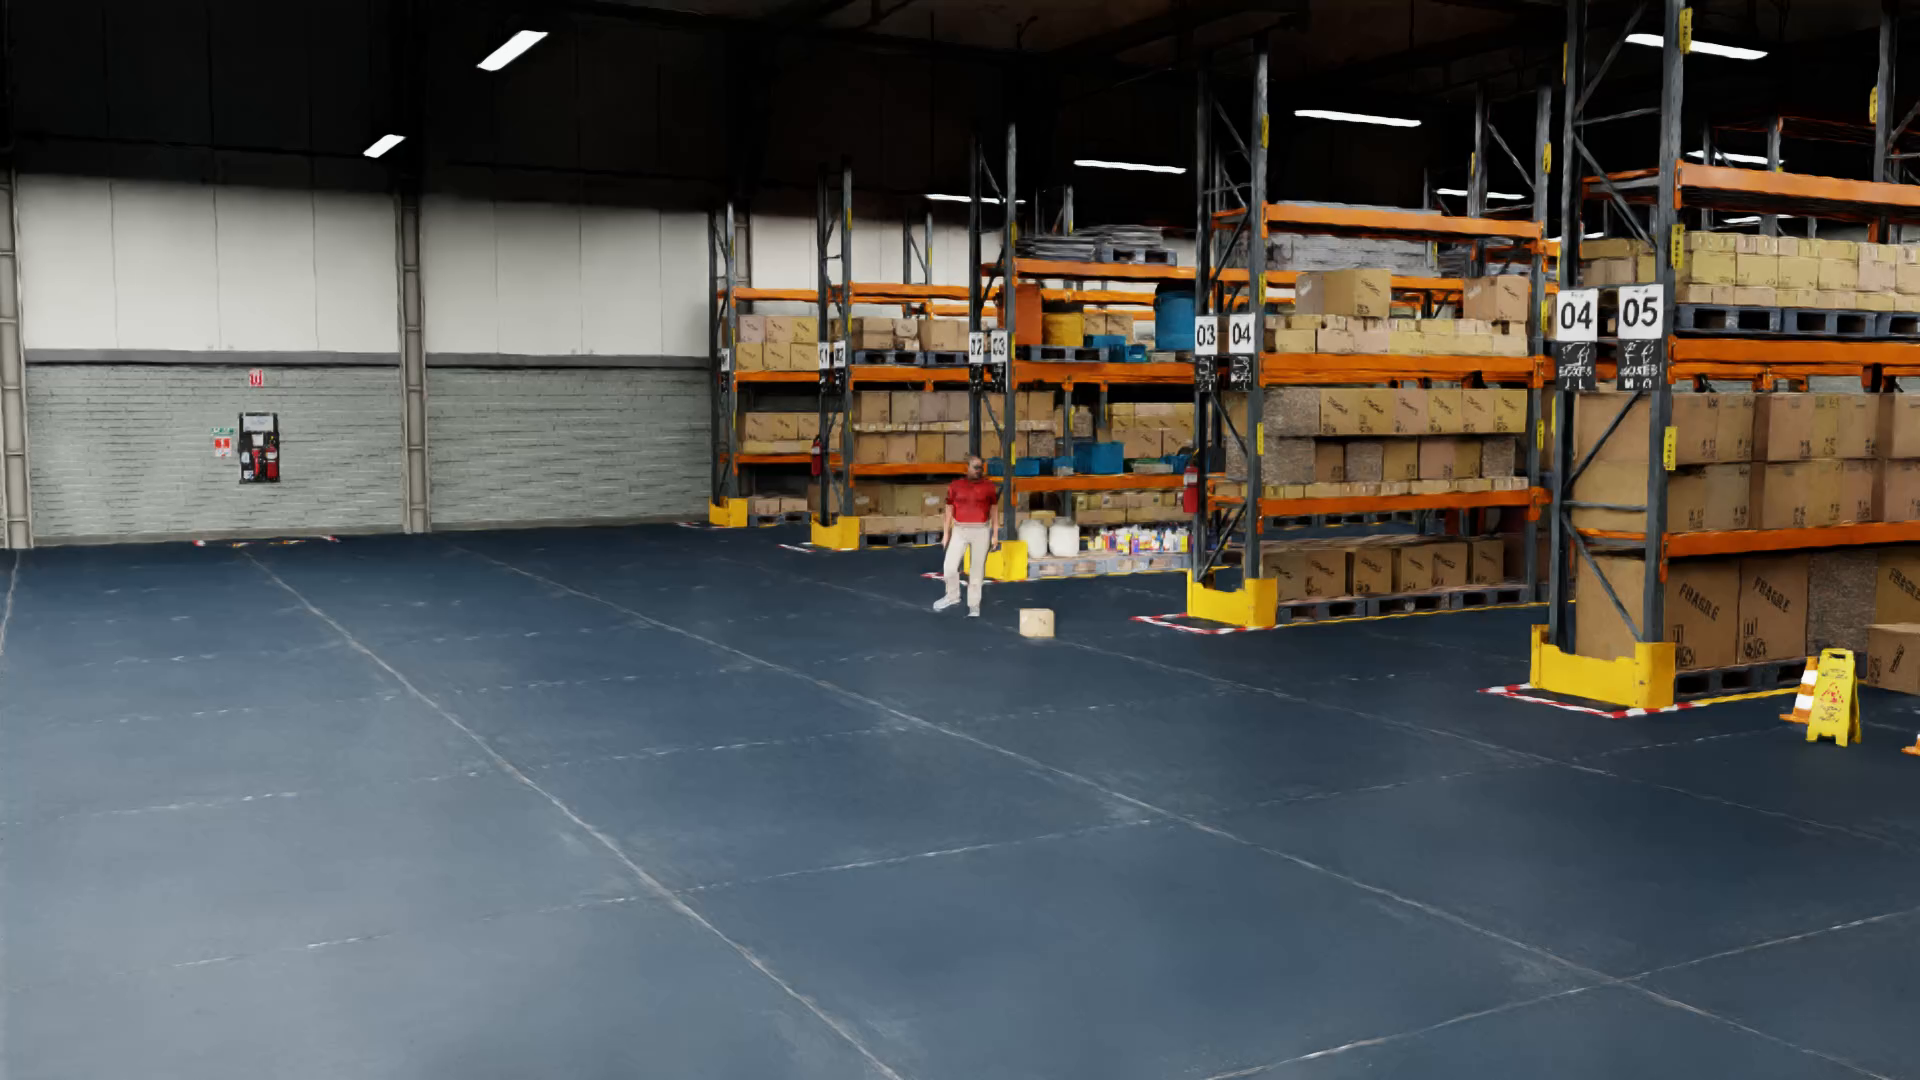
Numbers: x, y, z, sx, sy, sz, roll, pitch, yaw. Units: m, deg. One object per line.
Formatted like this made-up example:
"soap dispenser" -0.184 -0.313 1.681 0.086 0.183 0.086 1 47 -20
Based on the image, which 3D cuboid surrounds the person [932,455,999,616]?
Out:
"person" 0.054 -0.057 17.812 0.722 1.719 0.491 0 5 4
